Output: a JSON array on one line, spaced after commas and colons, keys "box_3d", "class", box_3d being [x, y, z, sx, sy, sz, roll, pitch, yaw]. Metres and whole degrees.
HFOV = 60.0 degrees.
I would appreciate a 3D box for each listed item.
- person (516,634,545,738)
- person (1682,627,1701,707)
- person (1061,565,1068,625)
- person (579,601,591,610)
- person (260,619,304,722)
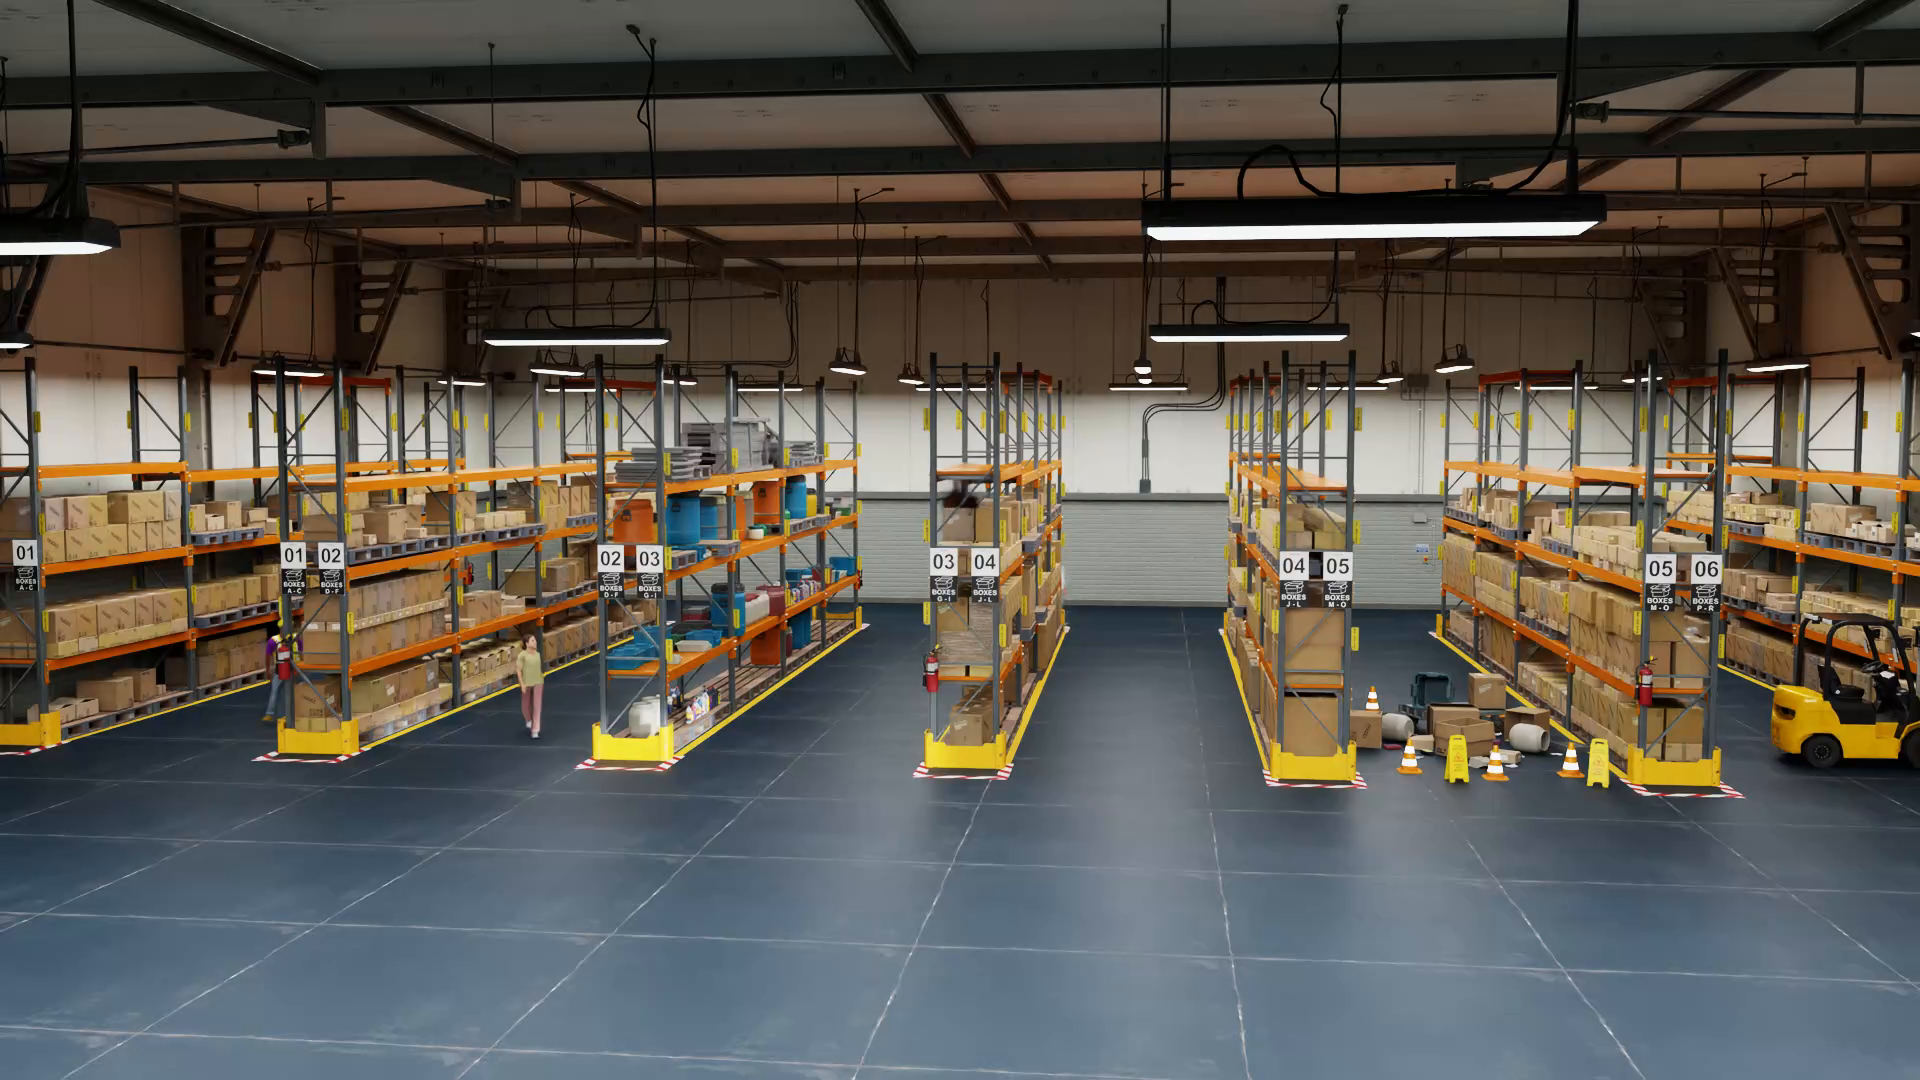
[{"box_3d": [-6.853, 2.303, 26.572, 0.432, 1.621, 0.914, -1, 4, -9], "class": "person"}, {"box_3d": [11.943, 2.252, 27.321, 0.455, 1.671, 0.590, 3, 5, 34], "class": "person"}, {"box_3d": [2.373, 1.219, 41.042, 0.568, 1.799, 0.394, -2, 5, -27], "class": "person"}, {"box_3d": [-9.540, 1.076, 43.457, 0.894, 1.672, 0.578, 3, 5, 33], "class": "person"}, {"box_3d": [-11.270, 2.158, 27.752, 0.643, 1.698, 1.056, 0, 4, -5], "class": "person"}]
